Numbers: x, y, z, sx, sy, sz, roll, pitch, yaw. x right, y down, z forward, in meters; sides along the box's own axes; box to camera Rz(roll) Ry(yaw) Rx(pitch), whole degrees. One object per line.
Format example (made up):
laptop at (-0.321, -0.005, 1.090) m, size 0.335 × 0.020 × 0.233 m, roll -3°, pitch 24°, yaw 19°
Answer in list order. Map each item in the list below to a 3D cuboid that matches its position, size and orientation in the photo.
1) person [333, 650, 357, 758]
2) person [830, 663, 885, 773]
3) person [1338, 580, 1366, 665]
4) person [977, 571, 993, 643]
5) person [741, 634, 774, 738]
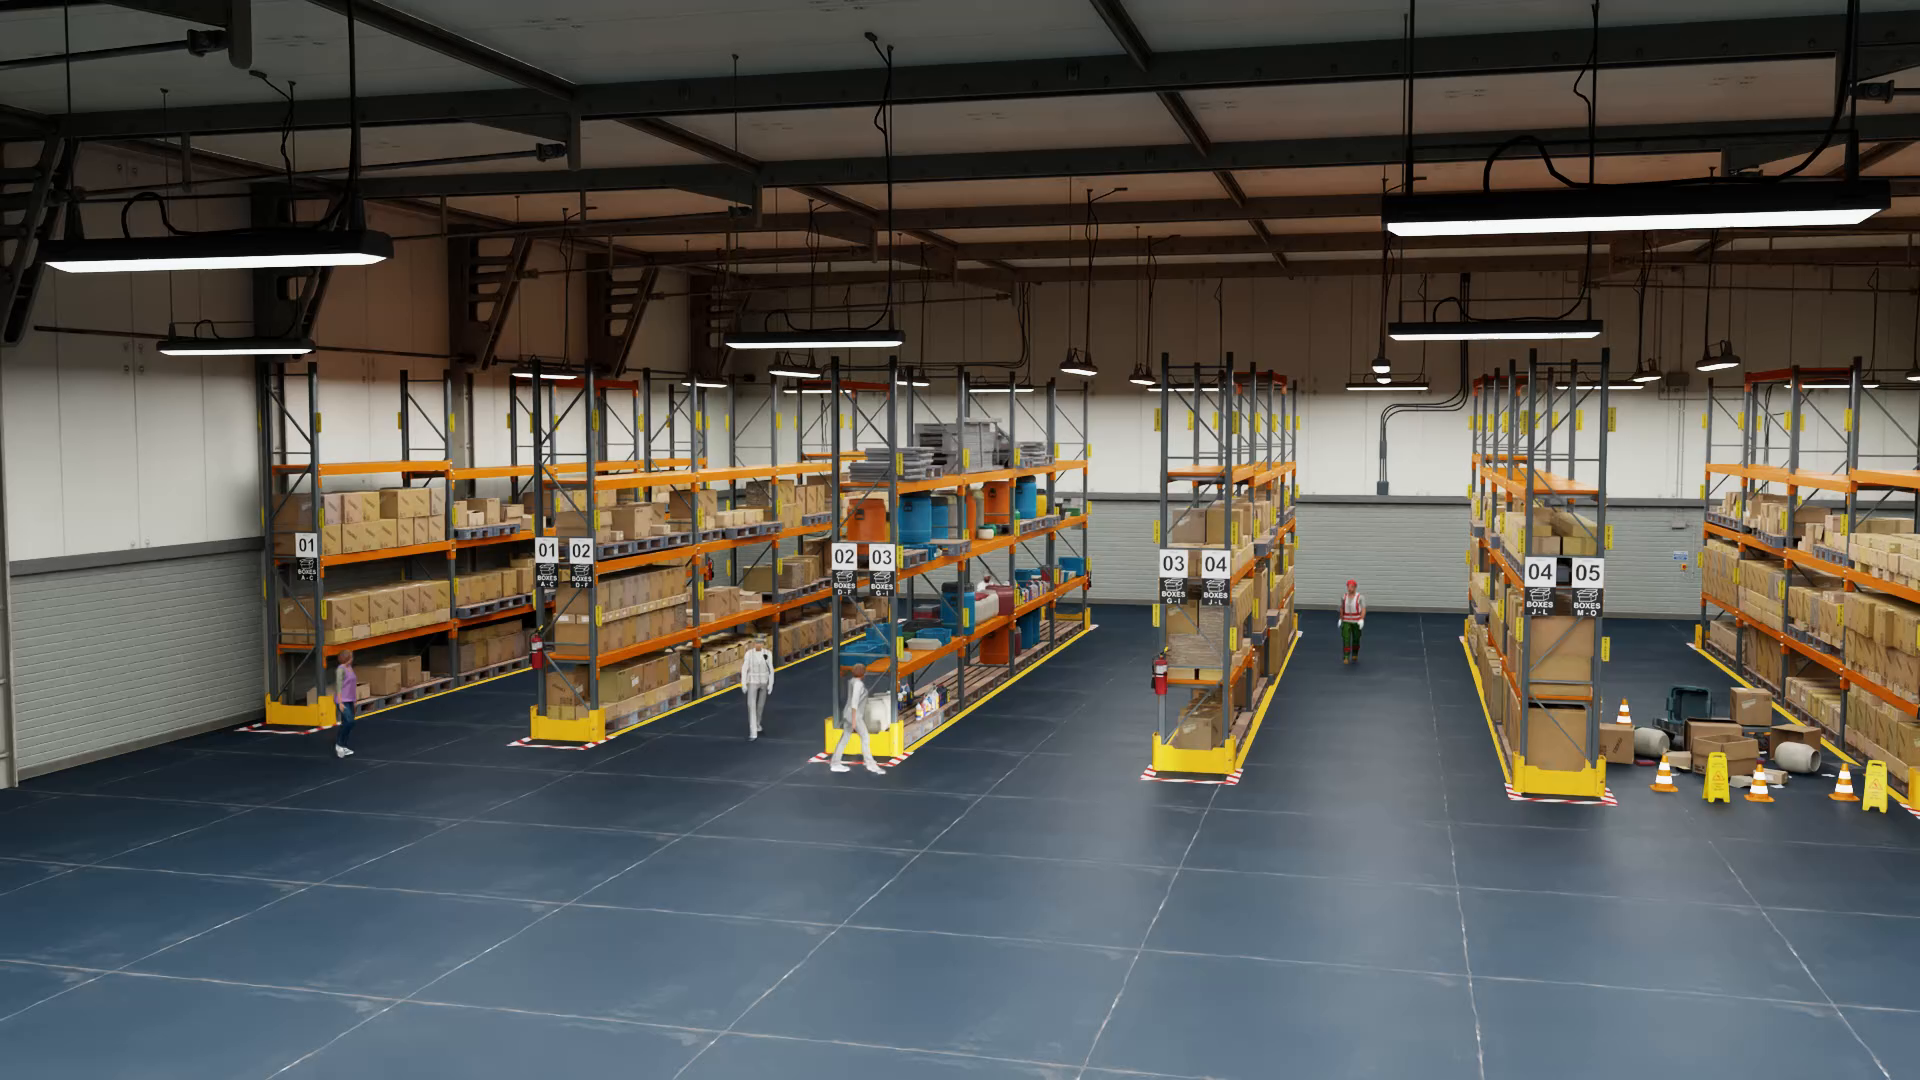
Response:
person at (-9.212, 2.442, 24.936) m, size 0.417 × 1.606 × 0.445 m, roll 1°, pitch 4°, yaw 9°
person at (-1.486, 2.552, 23.772) m, size 0.776 × 1.563 × 0.473 m, roll -1°, pitch 4°, yaw -16°
person at (8.110, 1.690, 34.426) m, size 0.570 × 1.725 × 1.061 m, roll 1°, pitch 4°, yaw 17°
person at (0.596, 1.501, 37.912) m, size 0.484 × 1.635 × 0.911 m, roll 3°, pitch 5°, yaw 35°
person at (-3.216, 2.298, 26.556) m, size 0.508 × 1.619 × 0.944 m, roll -2°, pitch 4°, yaw -21°
